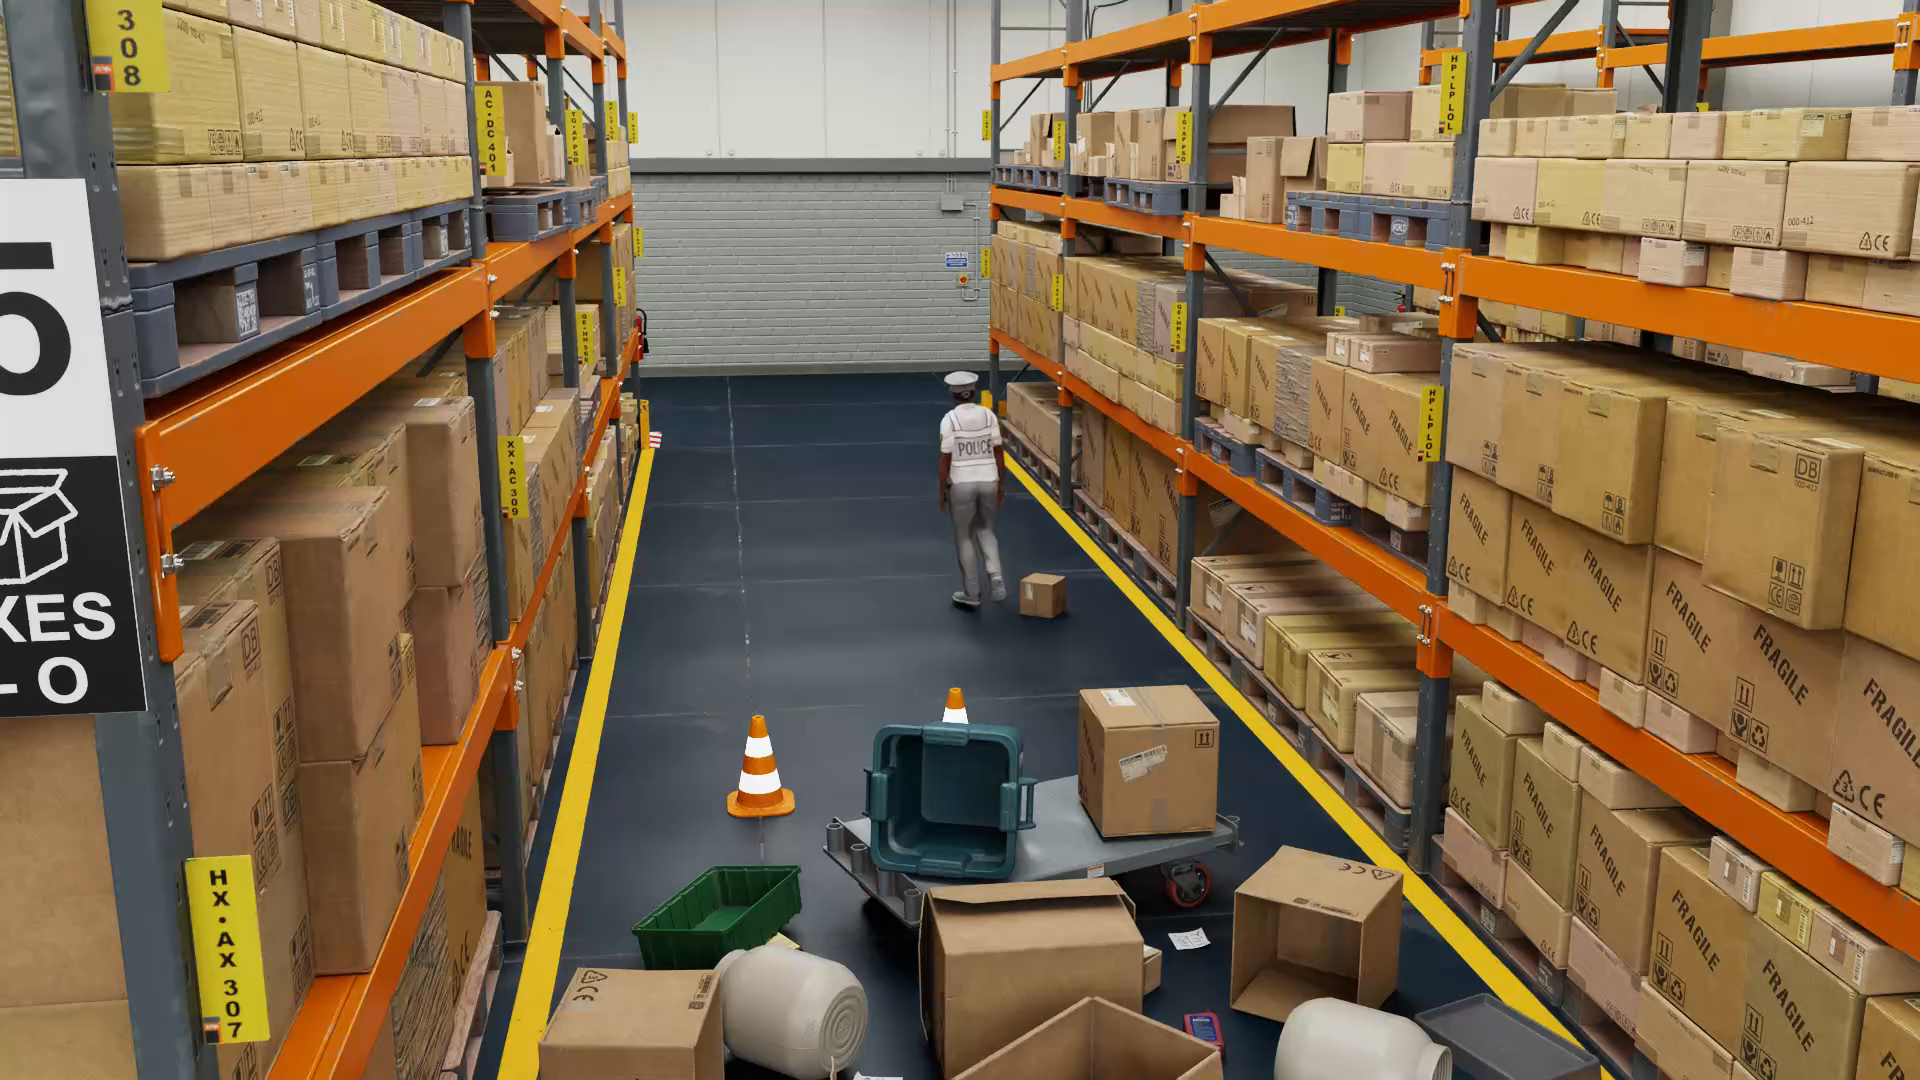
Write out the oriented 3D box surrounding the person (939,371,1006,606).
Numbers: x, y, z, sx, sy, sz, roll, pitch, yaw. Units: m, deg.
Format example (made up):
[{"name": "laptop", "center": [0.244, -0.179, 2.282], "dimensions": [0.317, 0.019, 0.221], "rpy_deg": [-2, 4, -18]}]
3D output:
[{"name": "person", "center": [0.098, -0.358, 11.902], "dimensions": [0.476, 1.654, 0.494], "rpy_deg": [-6, 15, -24]}]
